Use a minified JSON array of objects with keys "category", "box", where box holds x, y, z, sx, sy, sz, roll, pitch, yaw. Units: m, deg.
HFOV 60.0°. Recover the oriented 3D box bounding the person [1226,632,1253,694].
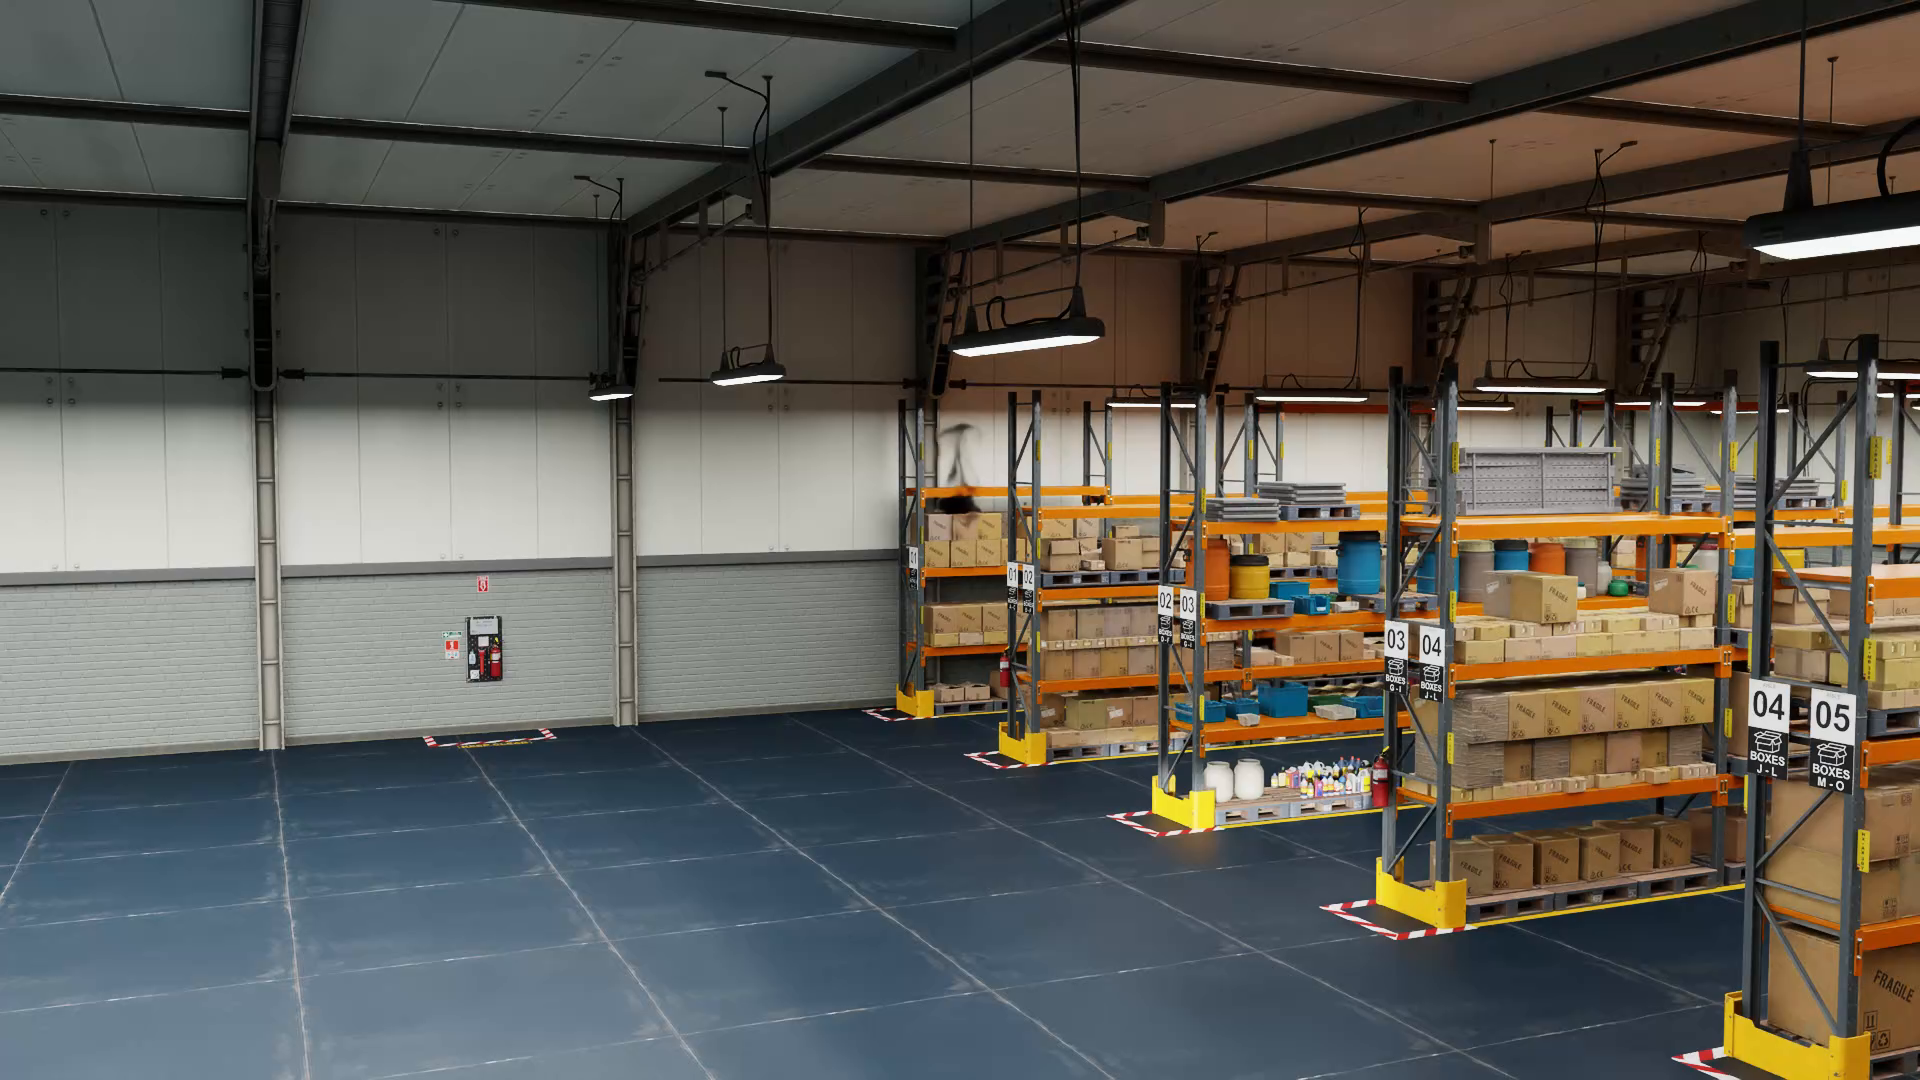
[{"category":"person","box":[5.200,2.533,30.918,0.576,1.634,0.574,-2,4,-27]}]
